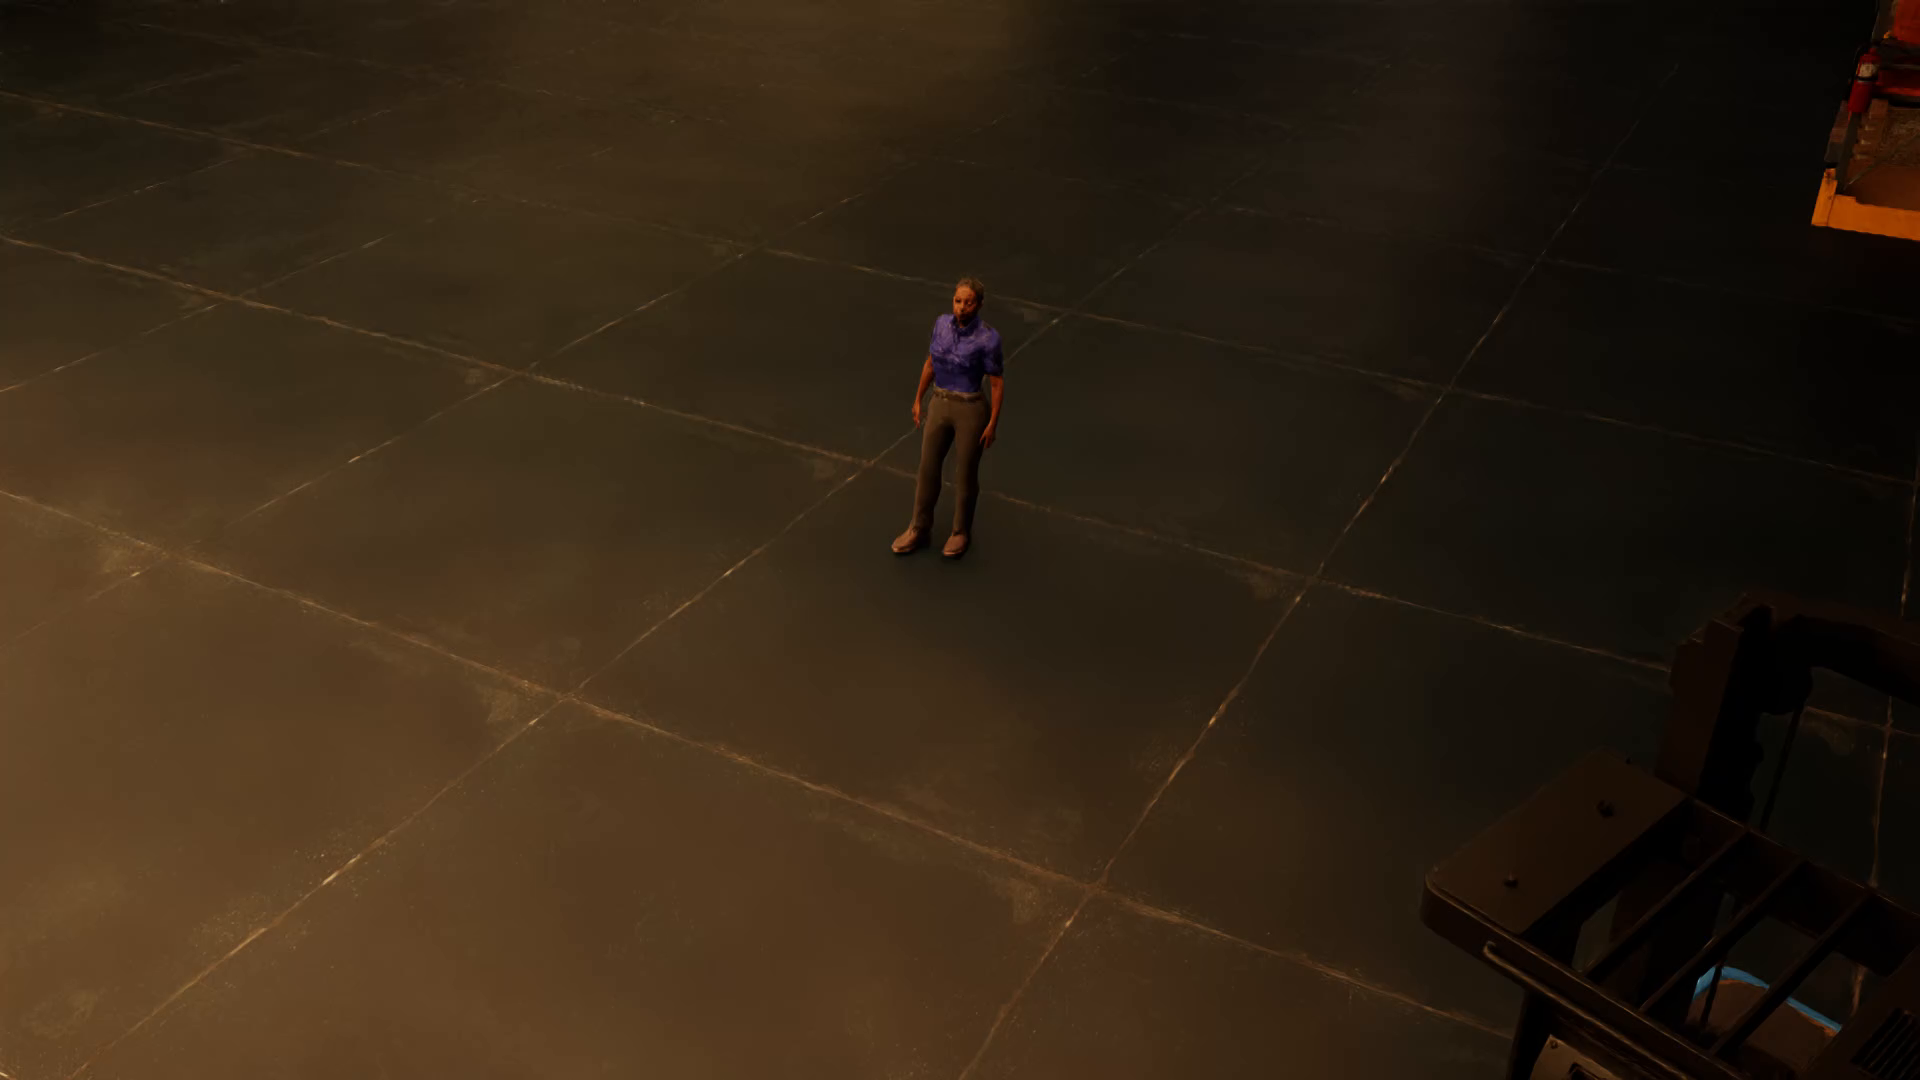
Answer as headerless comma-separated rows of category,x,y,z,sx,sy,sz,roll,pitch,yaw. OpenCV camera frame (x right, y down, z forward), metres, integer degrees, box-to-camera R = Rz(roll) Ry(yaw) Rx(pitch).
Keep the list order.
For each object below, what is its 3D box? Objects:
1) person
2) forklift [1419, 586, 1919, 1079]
person,-0.060,-0.689,9.528,0.570,1.654,0.503,15,33,25
forklift,1.720,1.700,4.125,3.031,2.935,1.130,-24,37,-35
